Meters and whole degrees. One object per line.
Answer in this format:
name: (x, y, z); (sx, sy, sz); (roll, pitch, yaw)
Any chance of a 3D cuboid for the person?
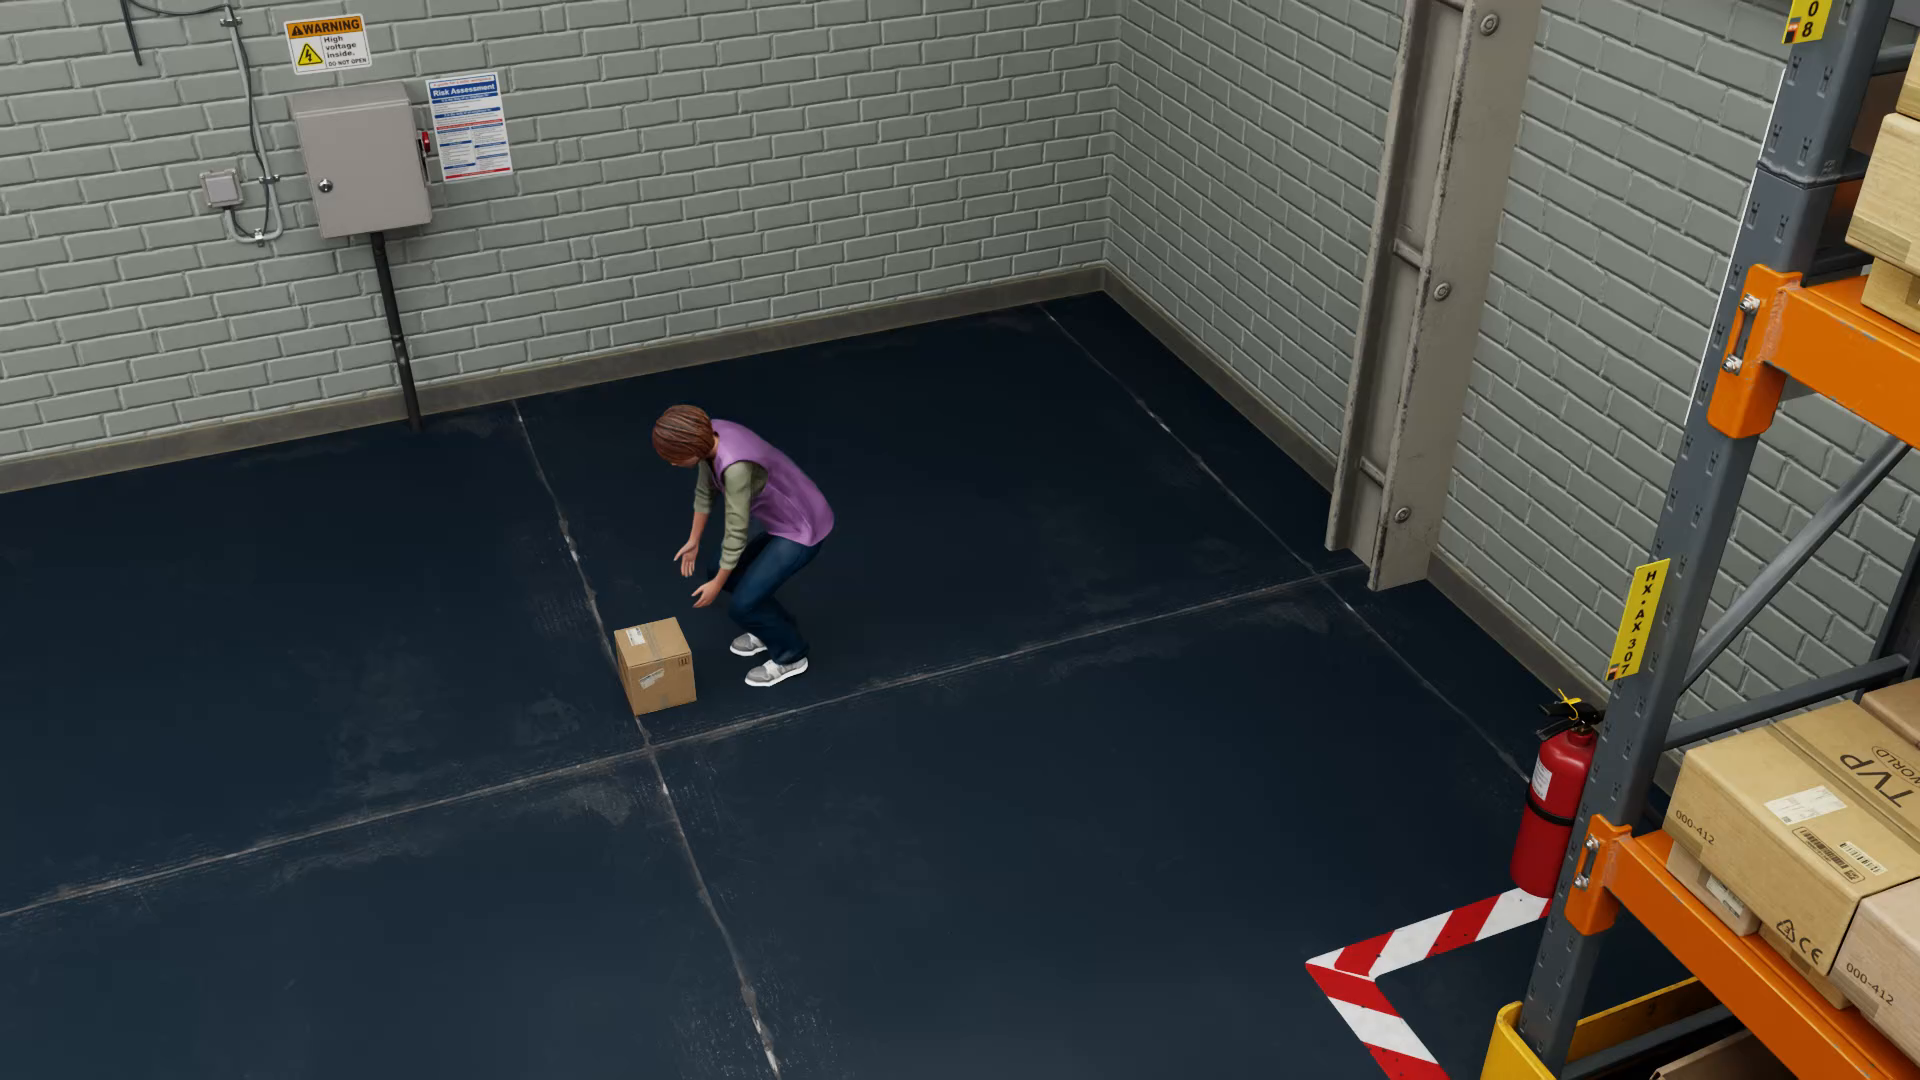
person: (-0.808, 0.009, 6.449); (0.673, 1.255, 0.463); (-13, 36, -19)
